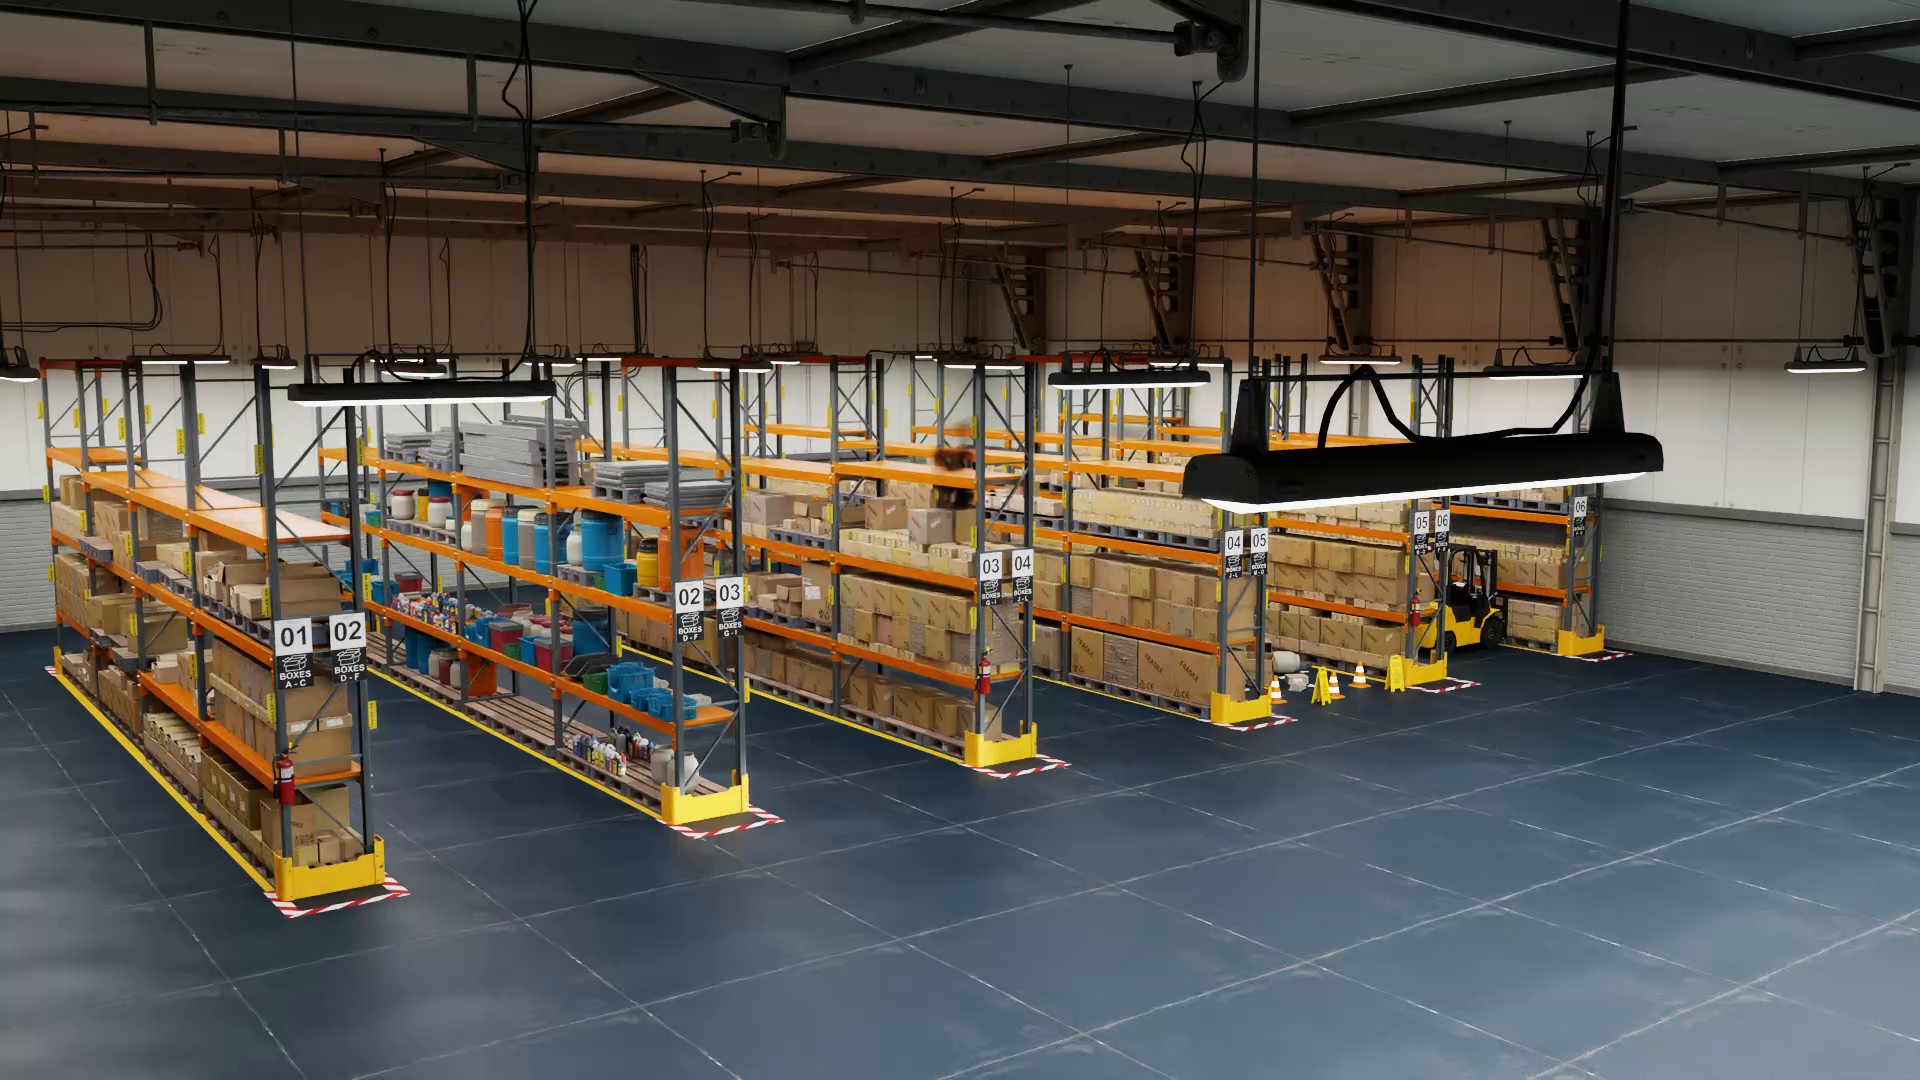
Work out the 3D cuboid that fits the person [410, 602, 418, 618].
[{"bbox_3d":[-2.679,1.301,34.999,17.068,1.739,3.409,-6,9,-43],"label":"person"}]
